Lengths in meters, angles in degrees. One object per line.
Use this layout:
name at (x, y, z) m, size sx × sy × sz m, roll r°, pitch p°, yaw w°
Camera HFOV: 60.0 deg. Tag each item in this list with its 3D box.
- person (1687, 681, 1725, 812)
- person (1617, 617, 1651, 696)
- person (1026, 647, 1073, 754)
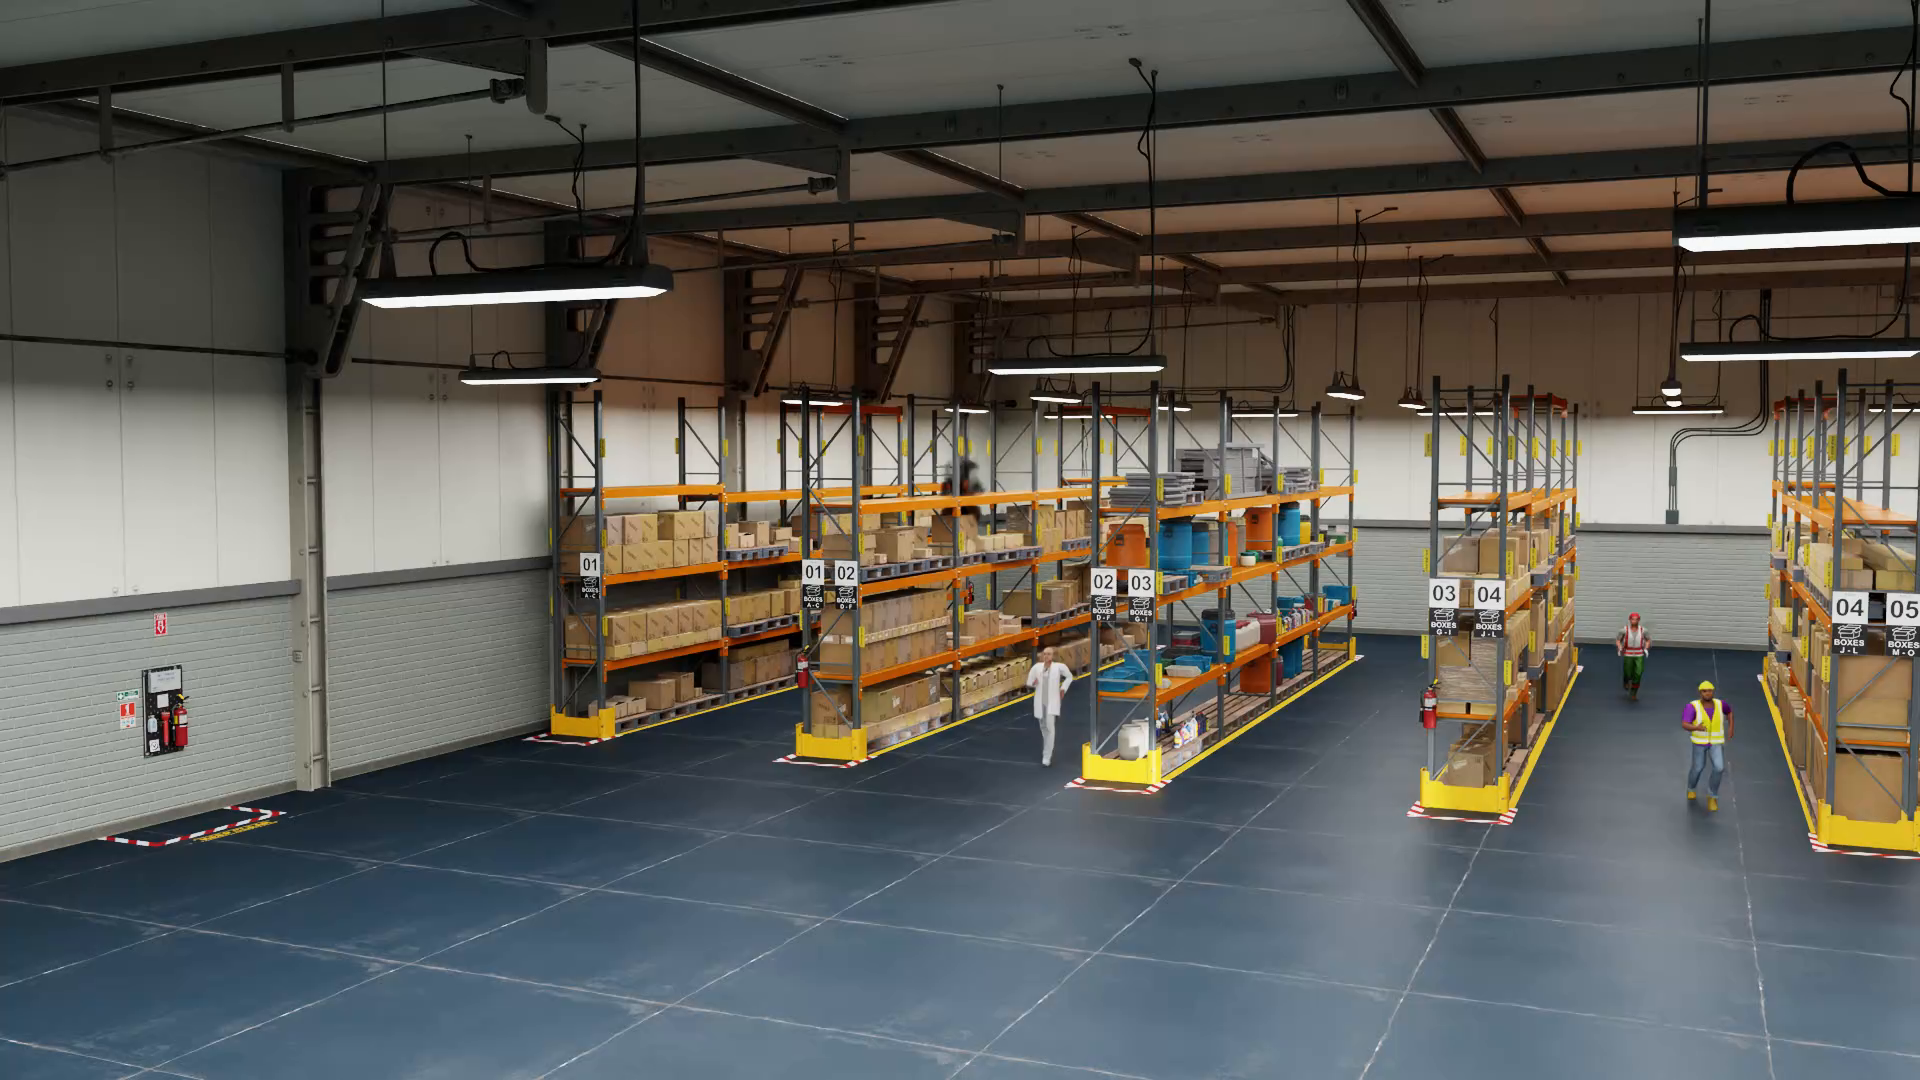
person at (10.397, 2.843, 23.176) m, size 0.443 × 1.798 × 0.722 m, roll 1°, pitch 3°, yaw 14°
person at (13.443, 2.297, 33.183) m, size 0.643 × 1.631 × 0.655 m, roll 1°, pitch 3°, yaw 16°
person at (1.407, 2.550, 26.602) m, size 0.694 × 1.672 × 0.802 m, roll 1°, pitch 3°, yaw 20°
